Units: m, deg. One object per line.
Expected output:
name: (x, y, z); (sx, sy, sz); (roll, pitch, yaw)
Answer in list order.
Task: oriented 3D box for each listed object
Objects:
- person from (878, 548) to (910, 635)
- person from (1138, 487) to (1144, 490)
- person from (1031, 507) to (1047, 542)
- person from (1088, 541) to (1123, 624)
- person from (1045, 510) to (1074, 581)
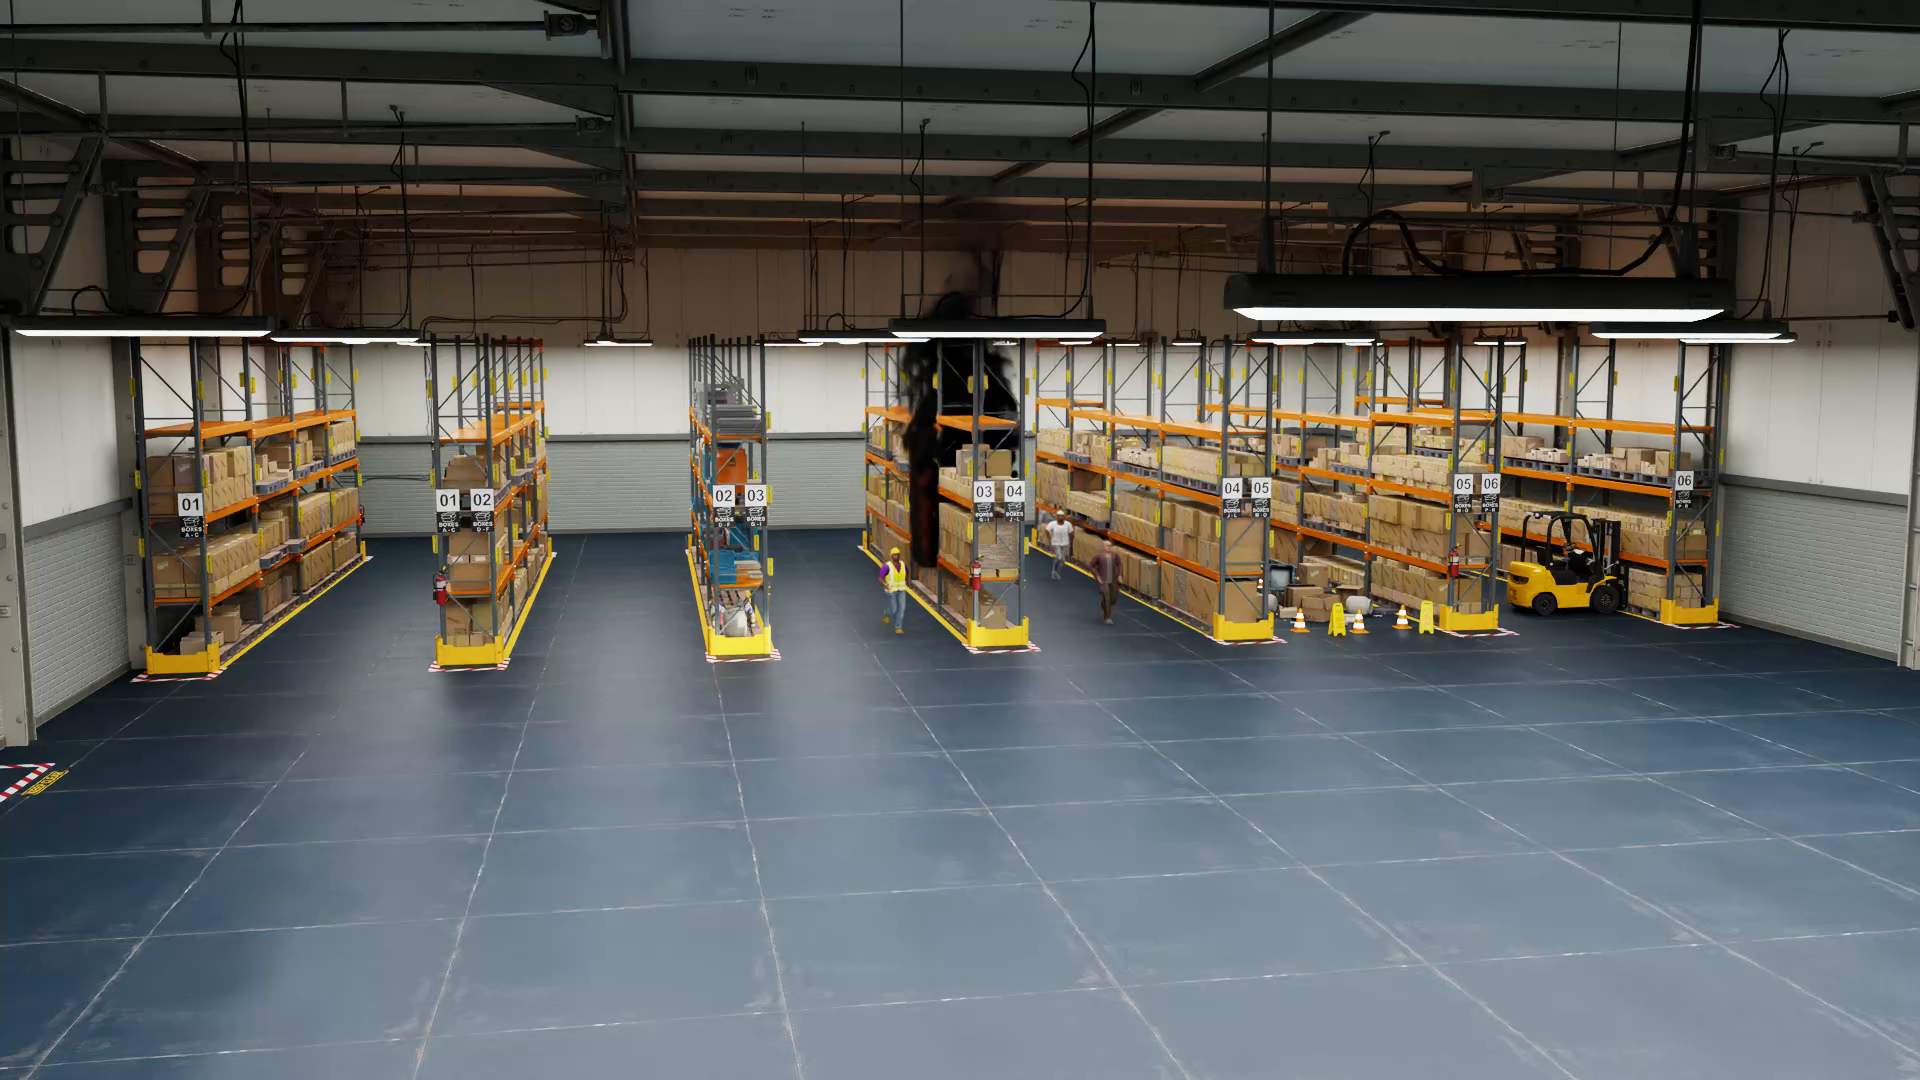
person: (-1.283, 1.025, 33.558); (0.700, 1.739, 0.750); (-3, 7, -24)
person: (5.583, -0.830, 50.616); (0.579, 1.553, 0.522); (-1, 7, -9)
person: (2.494, -0.794, 49.693); (0.812, 1.677, 0.631); (-3, 7, -24)
person: (3.055, 0.867, 34.846); (0.752, 1.733, 0.775); (-2, 7, -17)
person: (2.497, 0.145, 41.177); (0.668, 1.766, 0.679); (-1, 7, -11)
